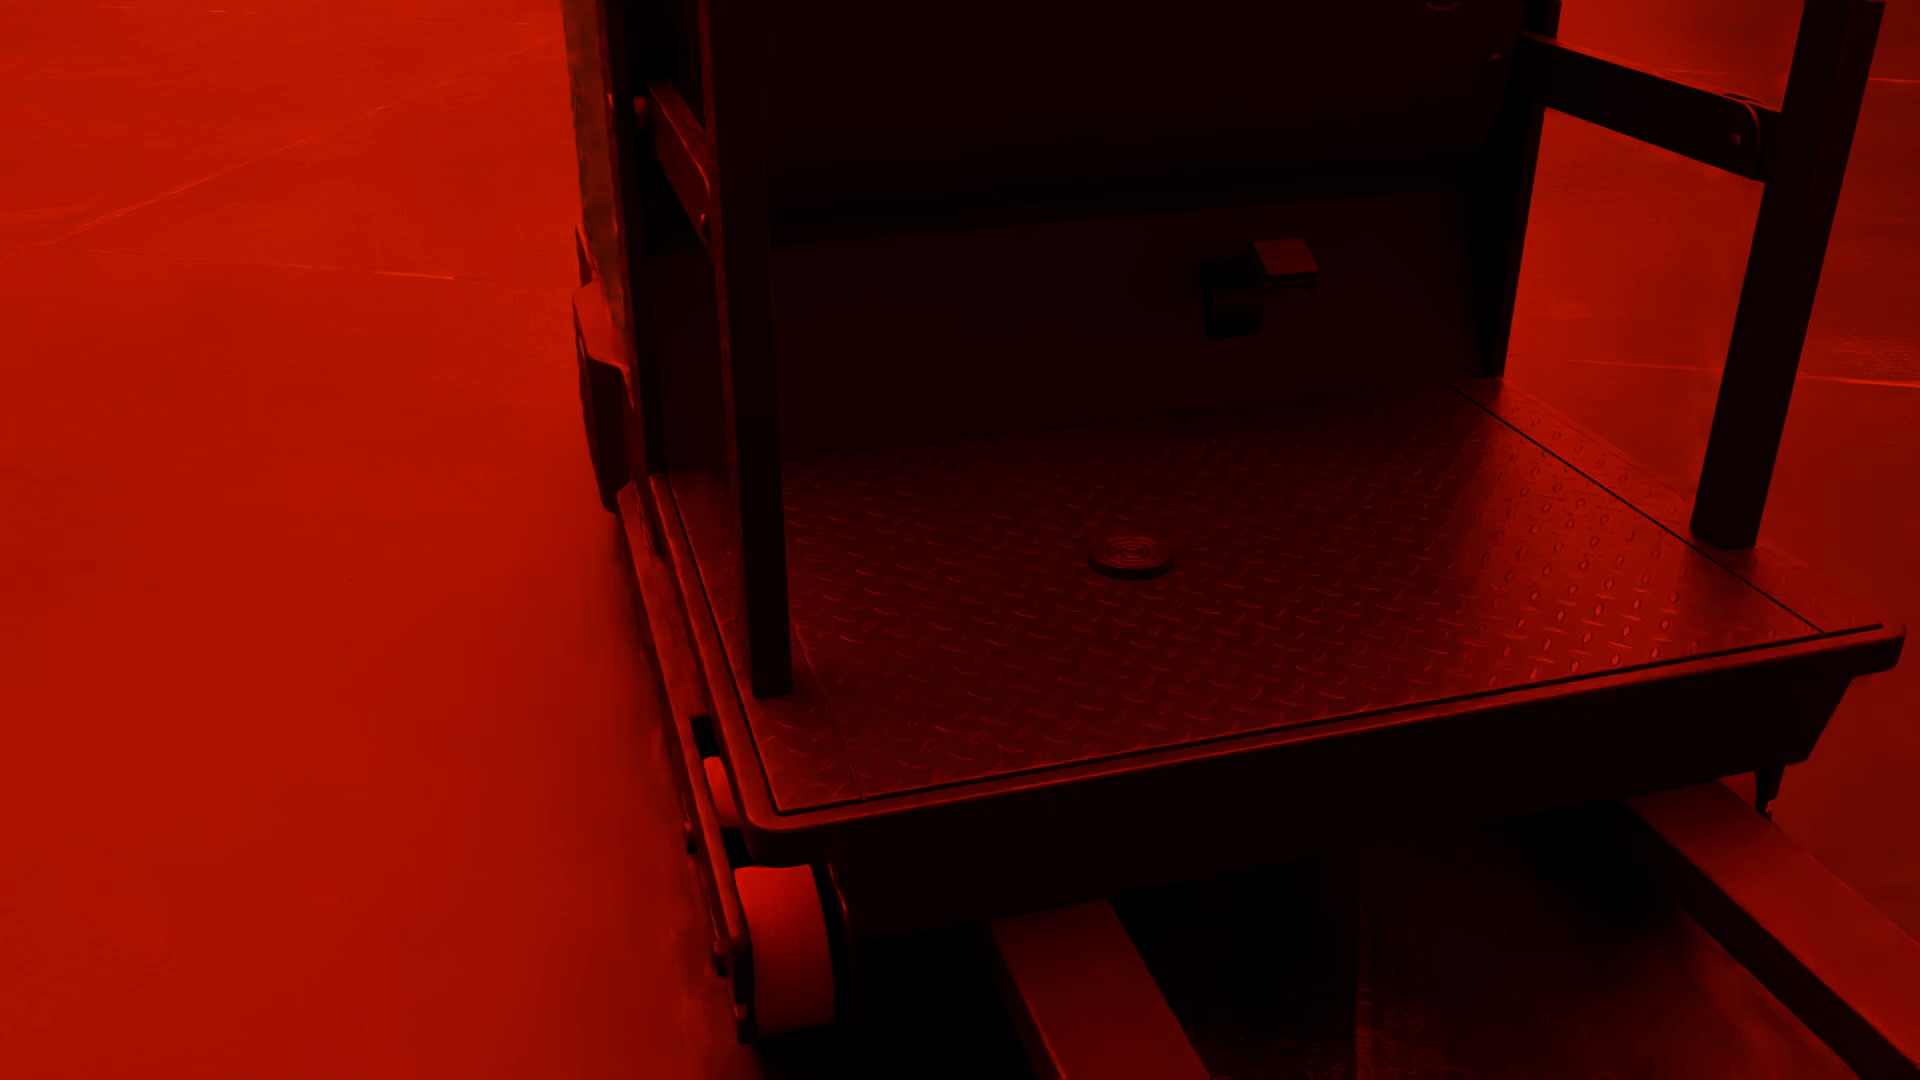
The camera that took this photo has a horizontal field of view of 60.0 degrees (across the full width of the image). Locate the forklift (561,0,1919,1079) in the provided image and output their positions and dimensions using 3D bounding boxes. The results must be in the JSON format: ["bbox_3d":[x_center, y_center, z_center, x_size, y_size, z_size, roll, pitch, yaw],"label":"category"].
[{"bbox_3d":[0.230,-1.040,1.308,1.130,2.935,3.031,-8,28,-15],"label":"forklift"}]
